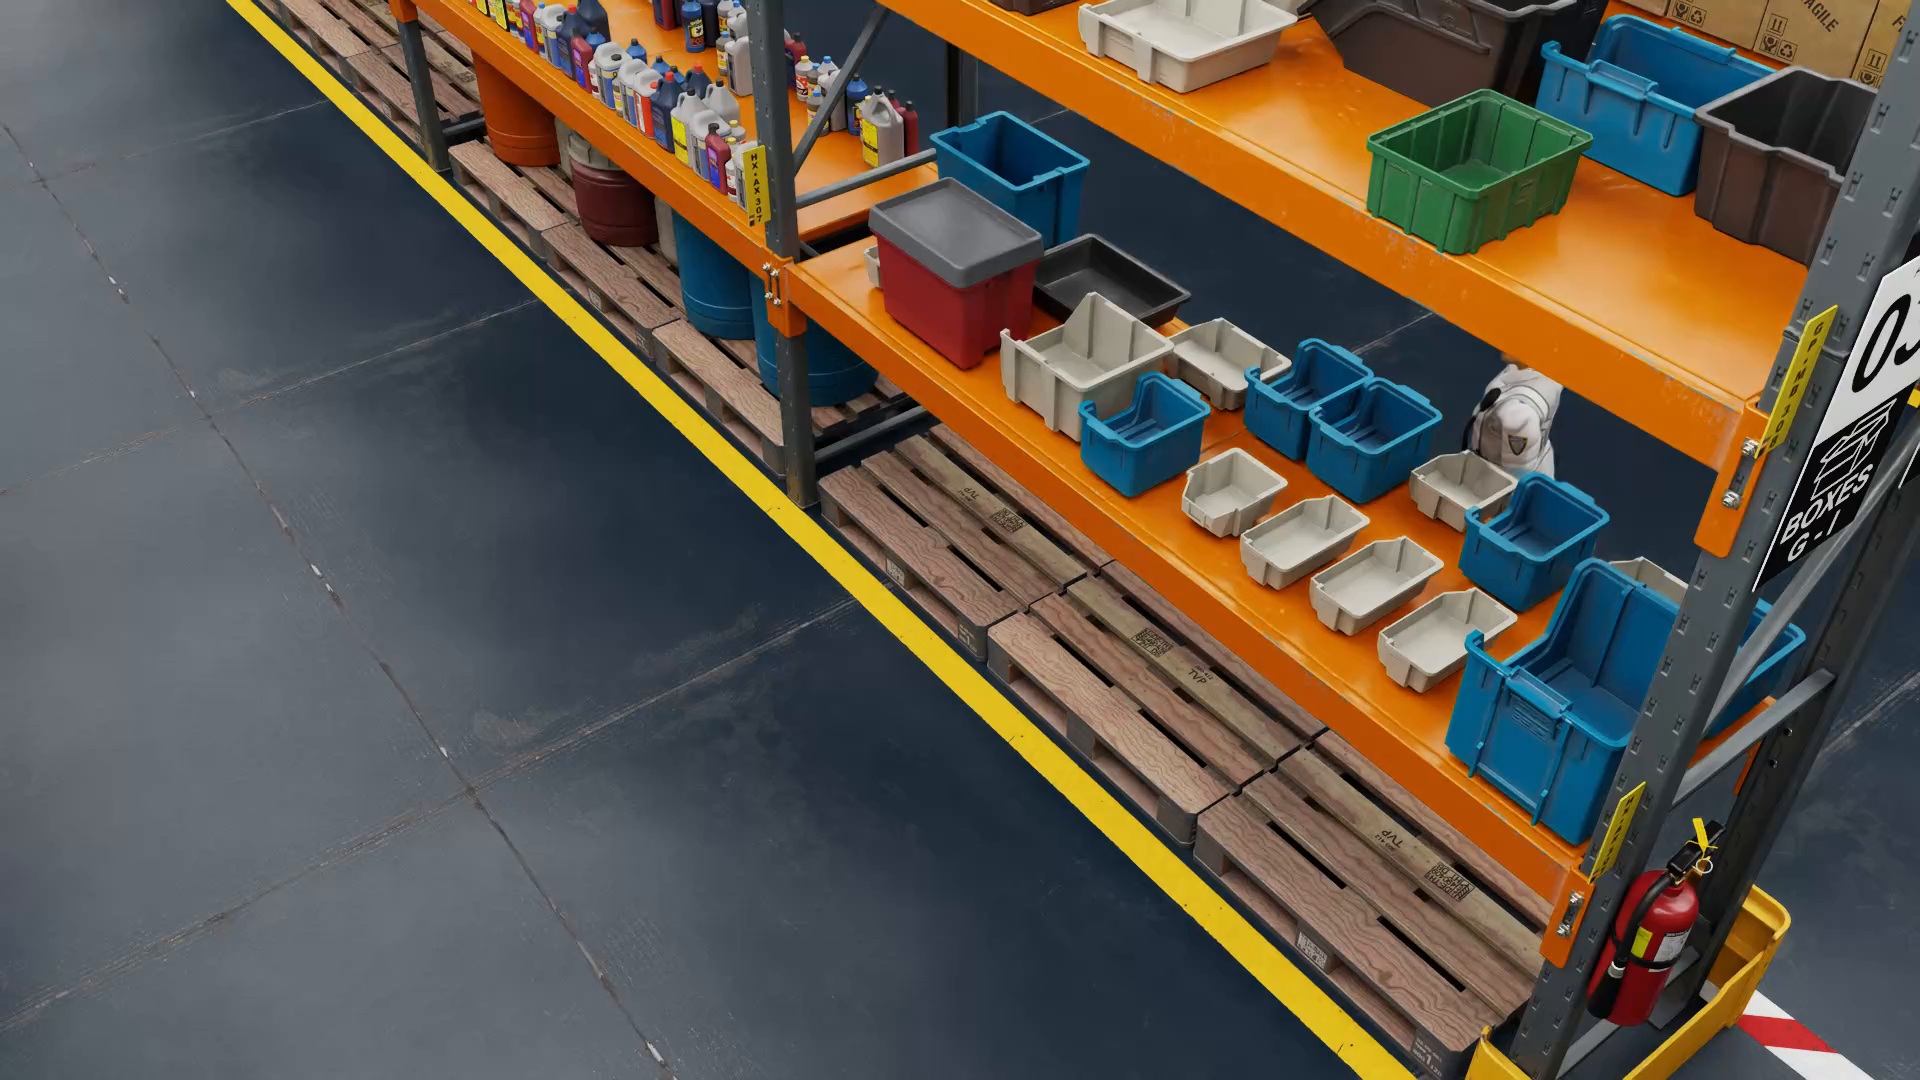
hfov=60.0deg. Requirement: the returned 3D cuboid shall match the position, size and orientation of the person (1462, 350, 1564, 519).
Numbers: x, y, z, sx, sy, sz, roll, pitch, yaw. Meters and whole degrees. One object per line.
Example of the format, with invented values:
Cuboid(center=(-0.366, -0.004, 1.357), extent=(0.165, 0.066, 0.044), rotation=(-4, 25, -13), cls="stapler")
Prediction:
Cuboid(center=(2.124, -0.206, 6.381), extent=(1.011, 1.621, 0.489), rotation=(24, 46, 25), cls="person")
